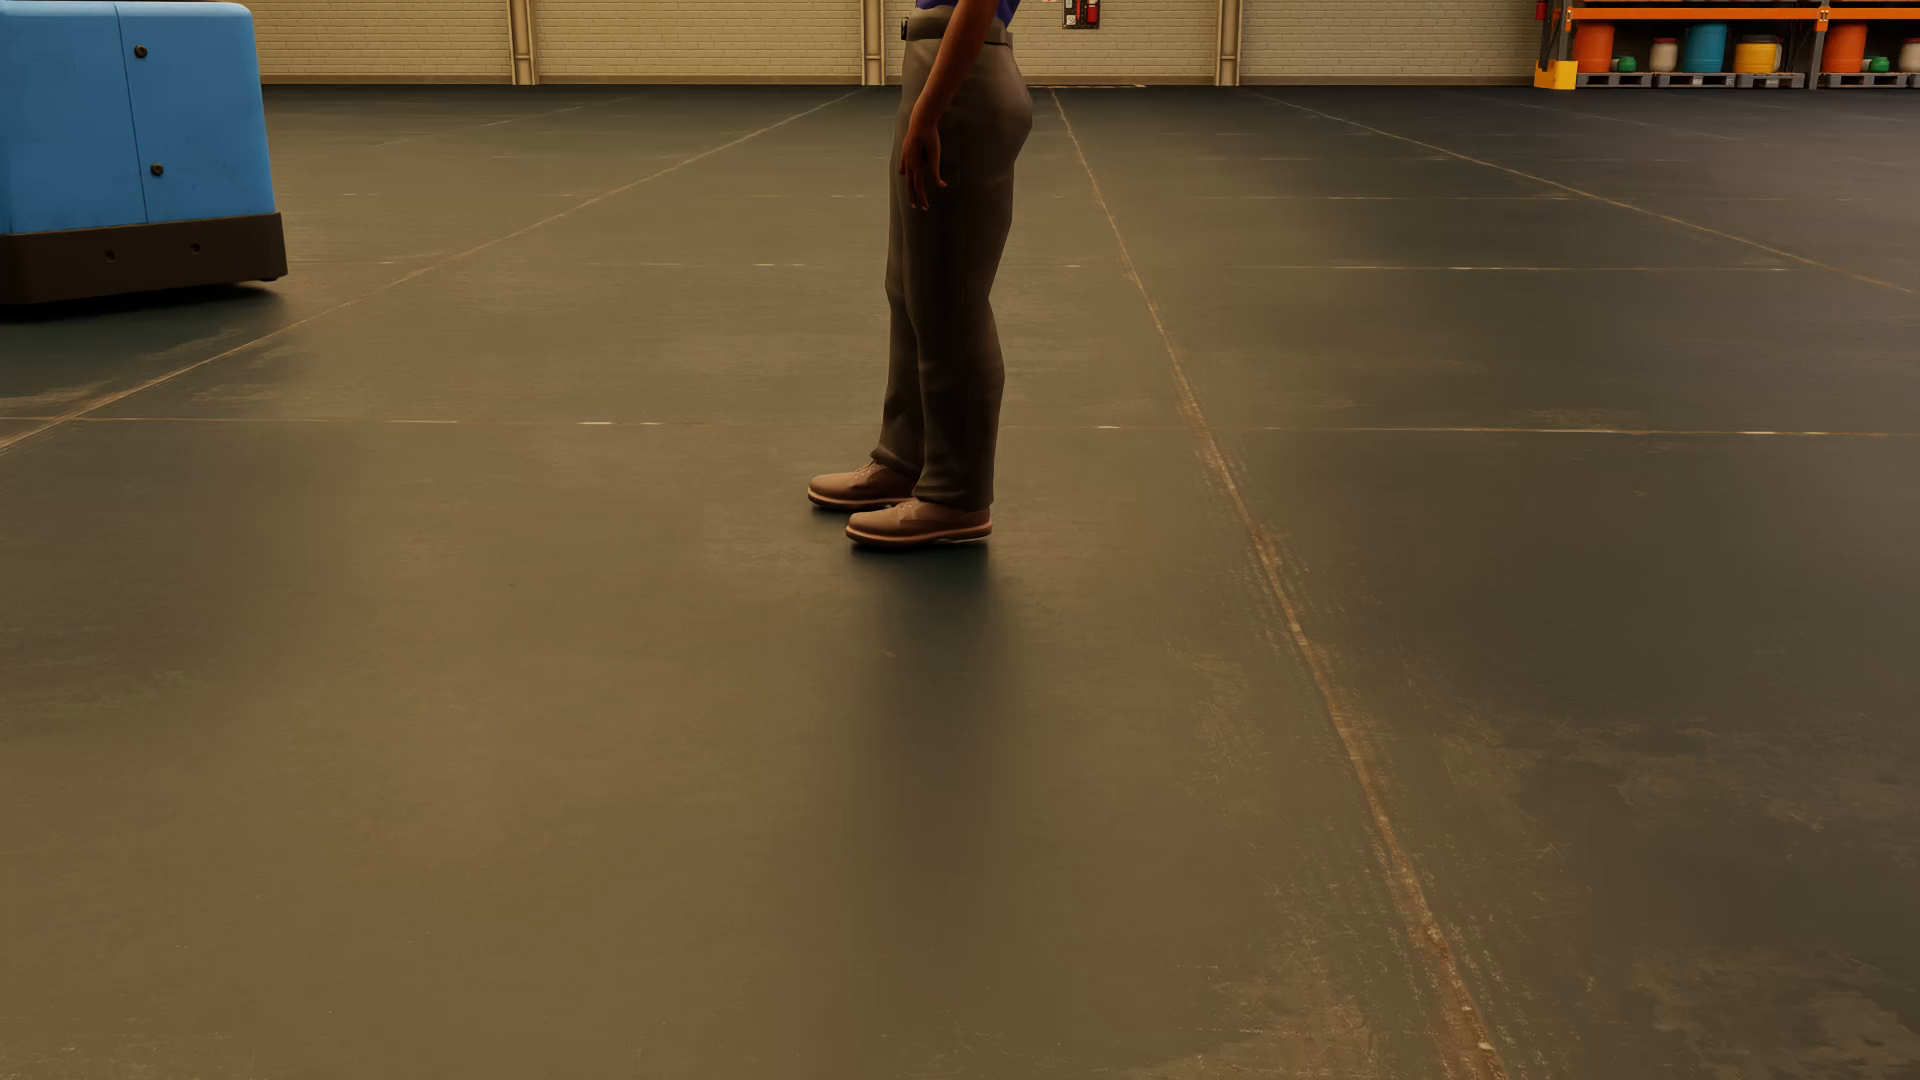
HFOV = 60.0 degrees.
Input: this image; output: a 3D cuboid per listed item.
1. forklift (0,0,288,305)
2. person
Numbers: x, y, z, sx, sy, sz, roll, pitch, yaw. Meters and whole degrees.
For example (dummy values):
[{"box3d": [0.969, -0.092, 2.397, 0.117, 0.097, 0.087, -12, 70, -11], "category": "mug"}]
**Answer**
[{"box3d": [-4.013, -2.551, 6.644, 3.031, 2.935, 1.130, 16, 23, 41], "category": "forklift"}, {"box3d": [-0.087, -0.804, 3.146, 0.504, 1.654, 0.569, 1, 17, 2], "category": "person"}]
